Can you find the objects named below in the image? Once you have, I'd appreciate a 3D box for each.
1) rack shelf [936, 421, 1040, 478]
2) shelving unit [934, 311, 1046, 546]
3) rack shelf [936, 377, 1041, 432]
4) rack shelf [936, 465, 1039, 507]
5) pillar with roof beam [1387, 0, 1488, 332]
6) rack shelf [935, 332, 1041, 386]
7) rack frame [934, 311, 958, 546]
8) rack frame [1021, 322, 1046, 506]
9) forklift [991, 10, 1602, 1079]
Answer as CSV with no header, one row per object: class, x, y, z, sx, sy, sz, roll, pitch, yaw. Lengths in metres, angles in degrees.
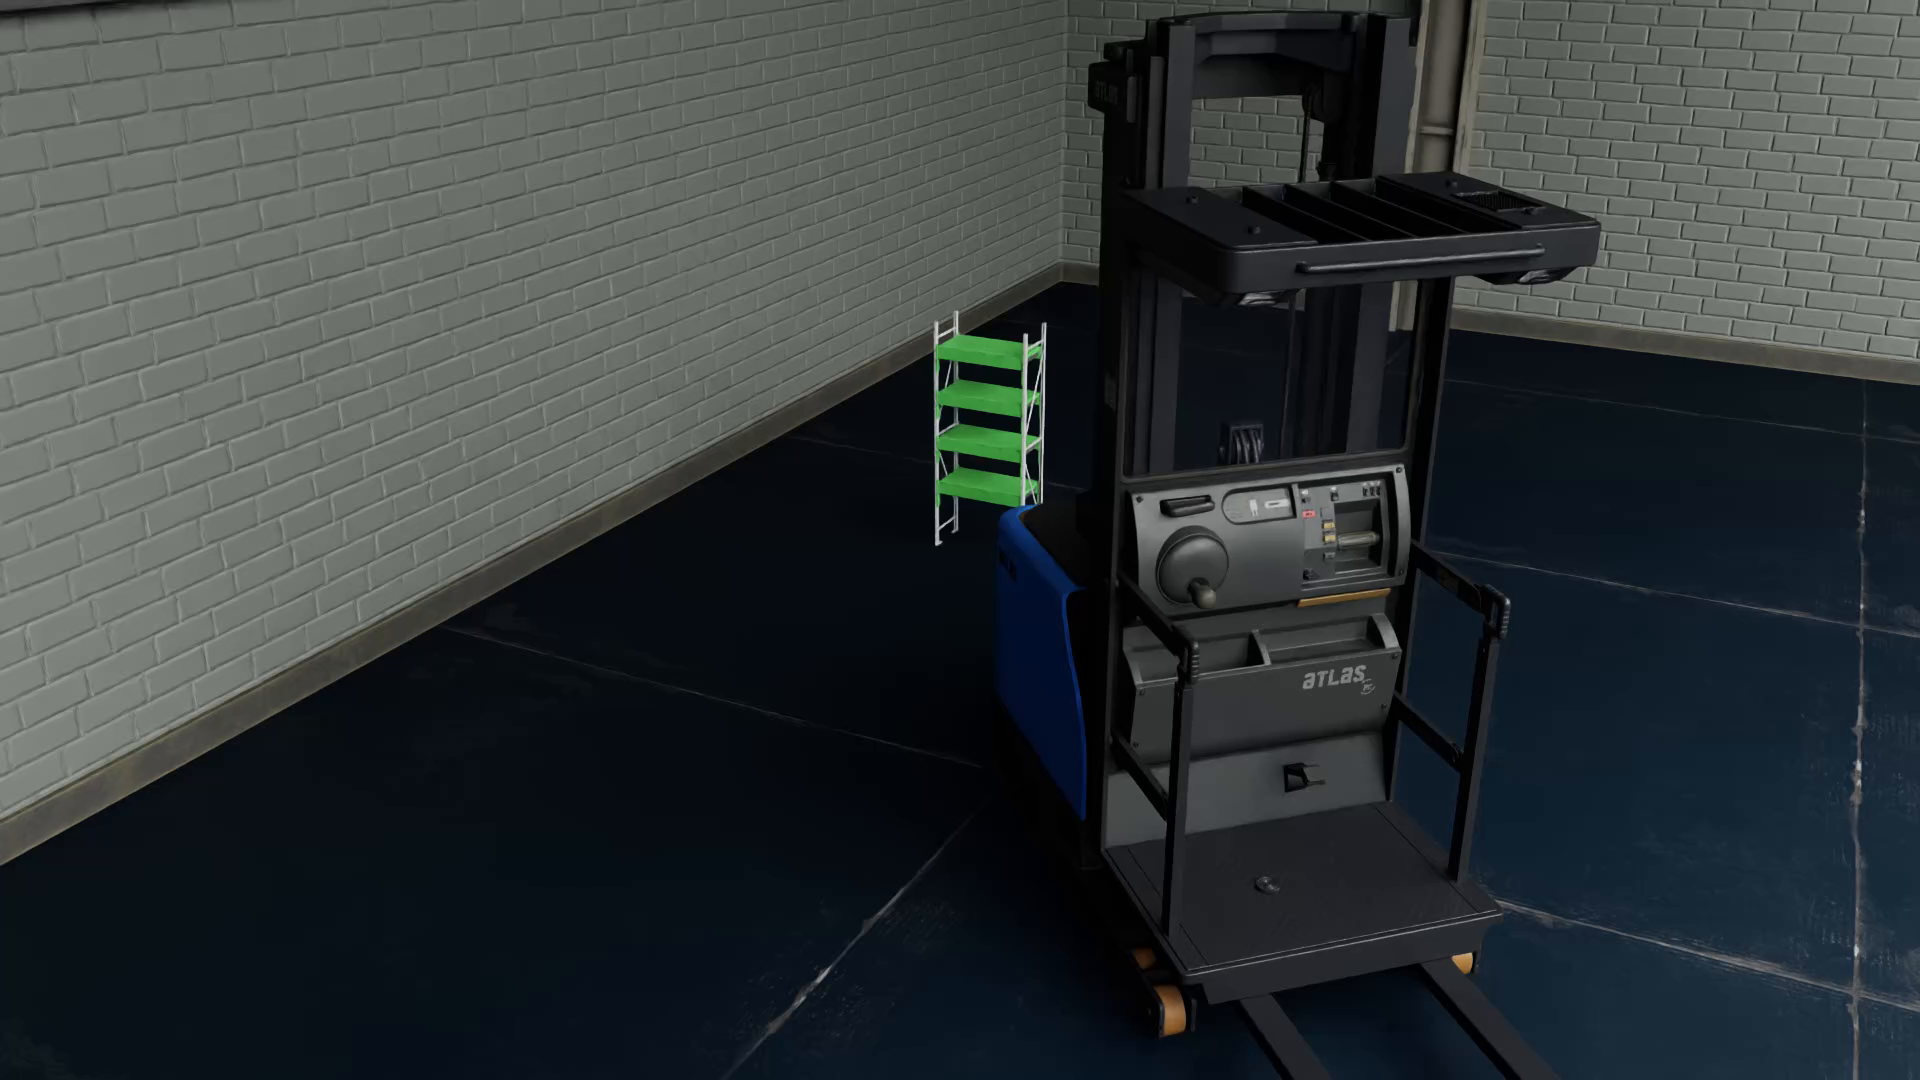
rack shelf,0.148,-0.464,8.471,0.480,0.148,0.258,11,25,25
shelving unit,0.148,-0.523,8.446,0.503,1.200,0.258,11,25,25
rack shelf,0.148,-0.685,8.378,0.480,0.148,0.258,11,25,25
rack shelf,0.148,-0.243,8.565,0.480,0.148,0.258,11,25,25
pillar with roof beam,1.493,-4.221,7.176,0.400,9.000,9.100,11,25,25
rack shelf,0.148,-0.906,8.284,0.480,0.148,0.258,11,25,25
rack frame,-0.070,-0.566,8.548,0.015,1.200,0.240,11,25,25
rack frame,0.365,-0.480,8.345,0.015,1.200,0.240,11,25,25
forklift,1.034,0.013,4.974,1.130,2.935,3.031,-7,24,-15
